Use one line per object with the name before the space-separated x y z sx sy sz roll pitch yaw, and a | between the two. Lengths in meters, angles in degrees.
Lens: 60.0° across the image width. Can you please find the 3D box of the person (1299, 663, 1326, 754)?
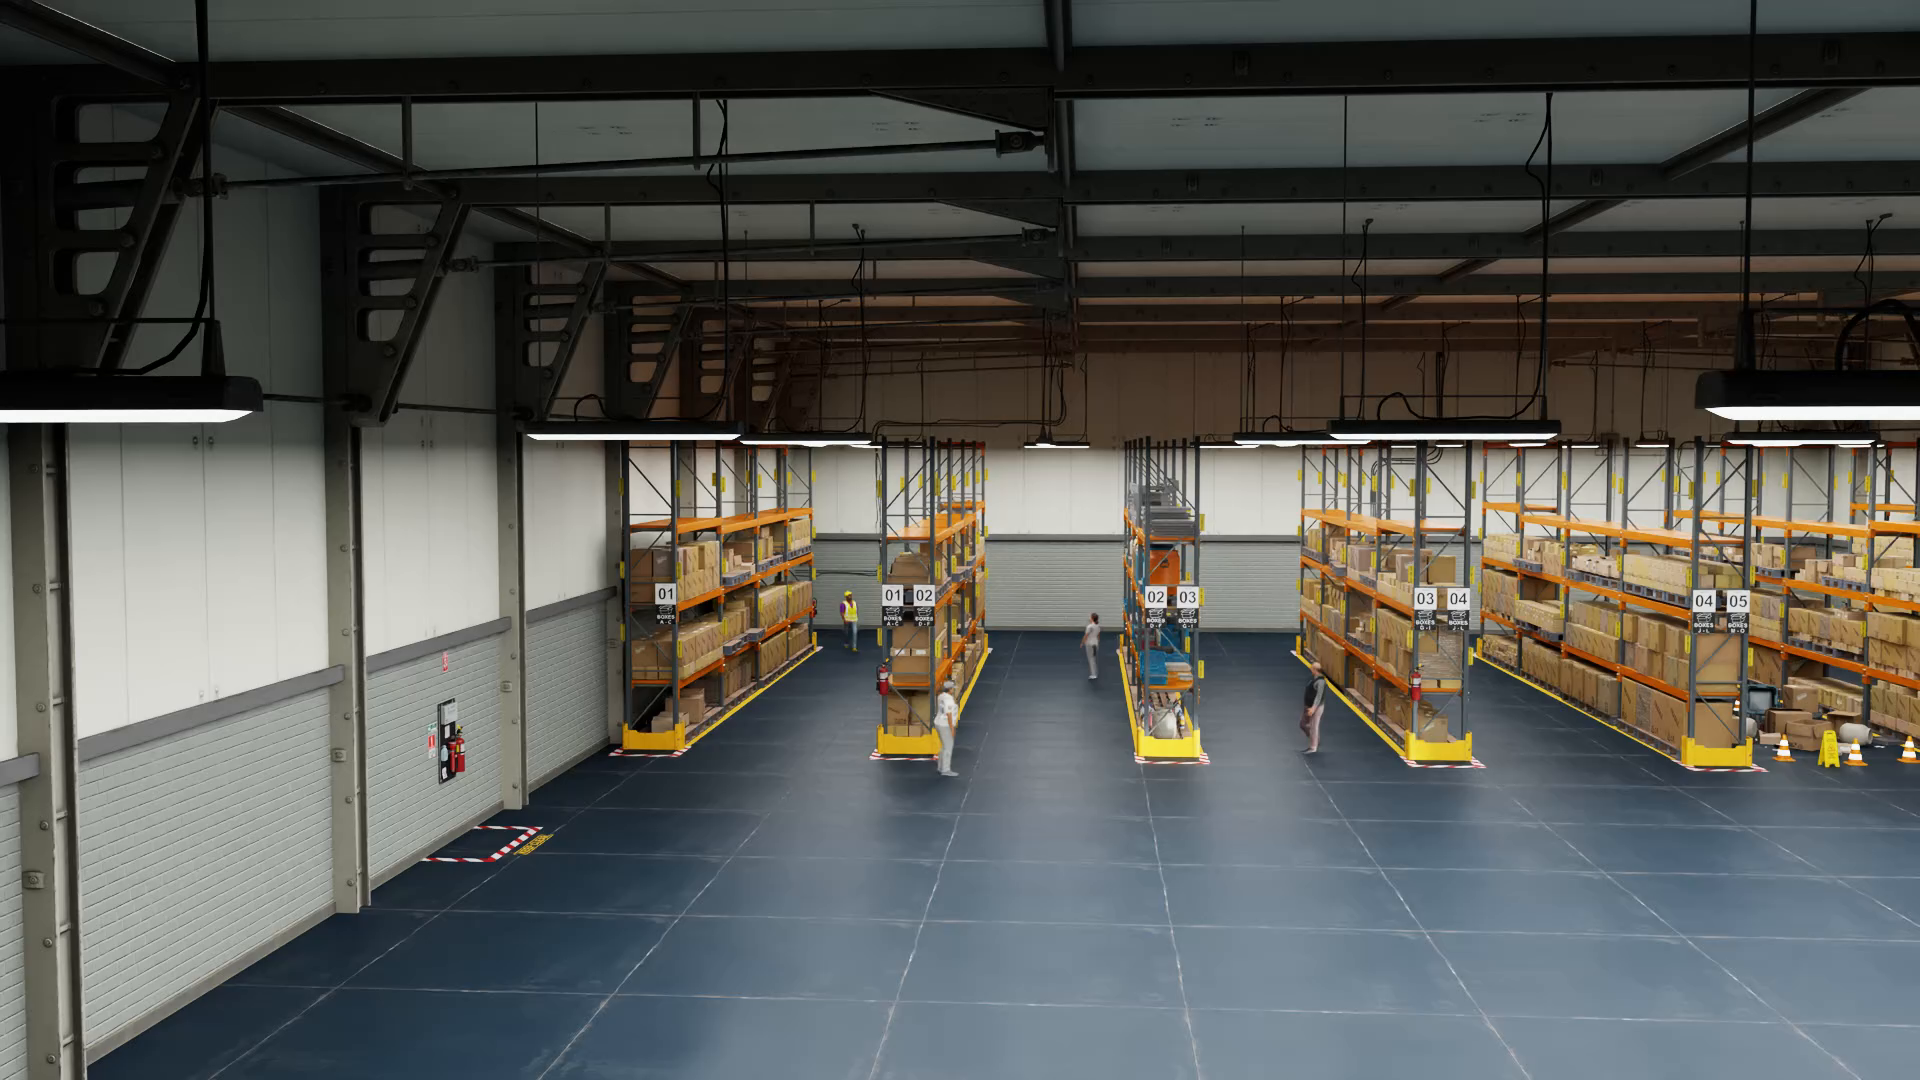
person | 6.664 3.182 31.507 0.518 1.733 0.599 -1 3 -14

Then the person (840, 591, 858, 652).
person | -3.157 2.320 47.465 0.544 1.707 1.038 0 3 -8

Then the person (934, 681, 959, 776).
person | -0.233 3.363 29.436 0.417 1.747 0.571 -1 3 -18

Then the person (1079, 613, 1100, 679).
person | 3.287 2.676 41.740 0.482 1.716 0.531 -2 4 -33
